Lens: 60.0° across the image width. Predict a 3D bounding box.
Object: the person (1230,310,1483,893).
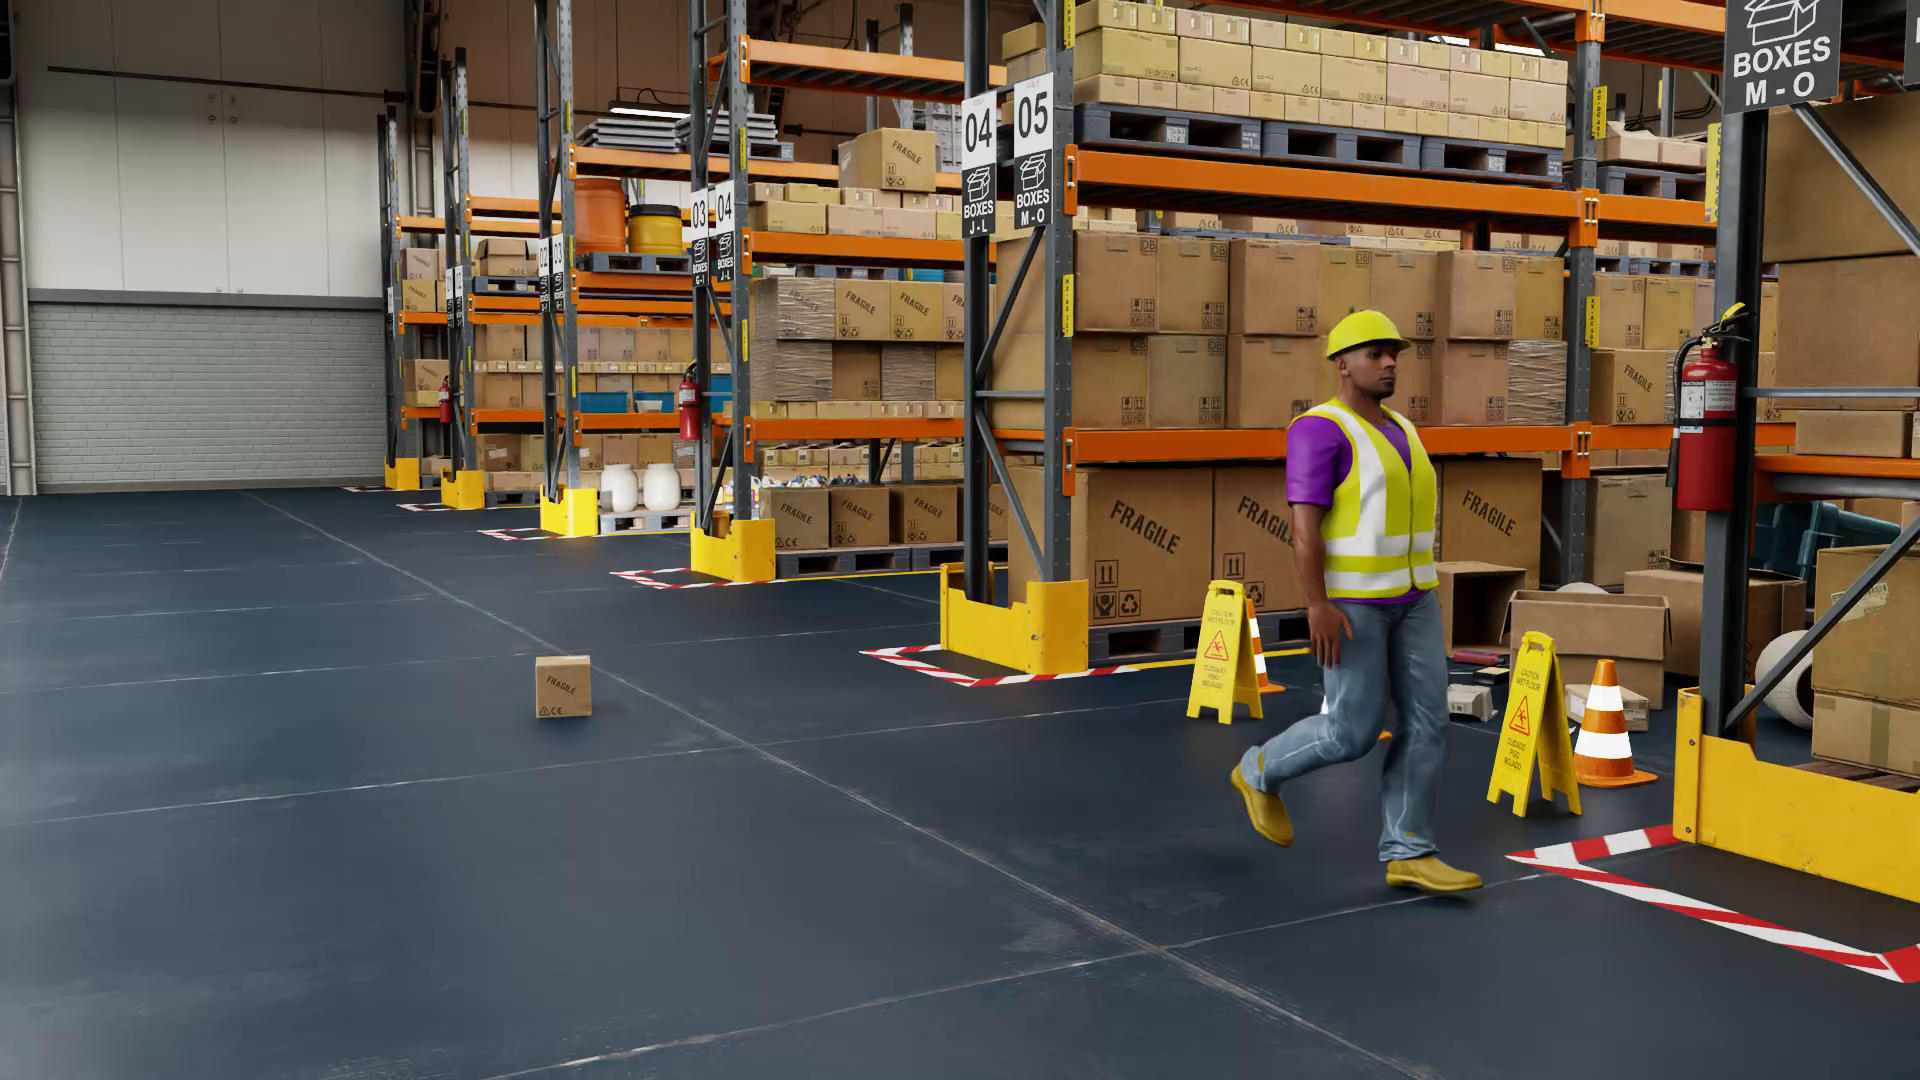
[{"bbox_3d":[1.224,0.172,5.090,0.566,1.744,0.818,-4,6,-37],"label":"person"}]
